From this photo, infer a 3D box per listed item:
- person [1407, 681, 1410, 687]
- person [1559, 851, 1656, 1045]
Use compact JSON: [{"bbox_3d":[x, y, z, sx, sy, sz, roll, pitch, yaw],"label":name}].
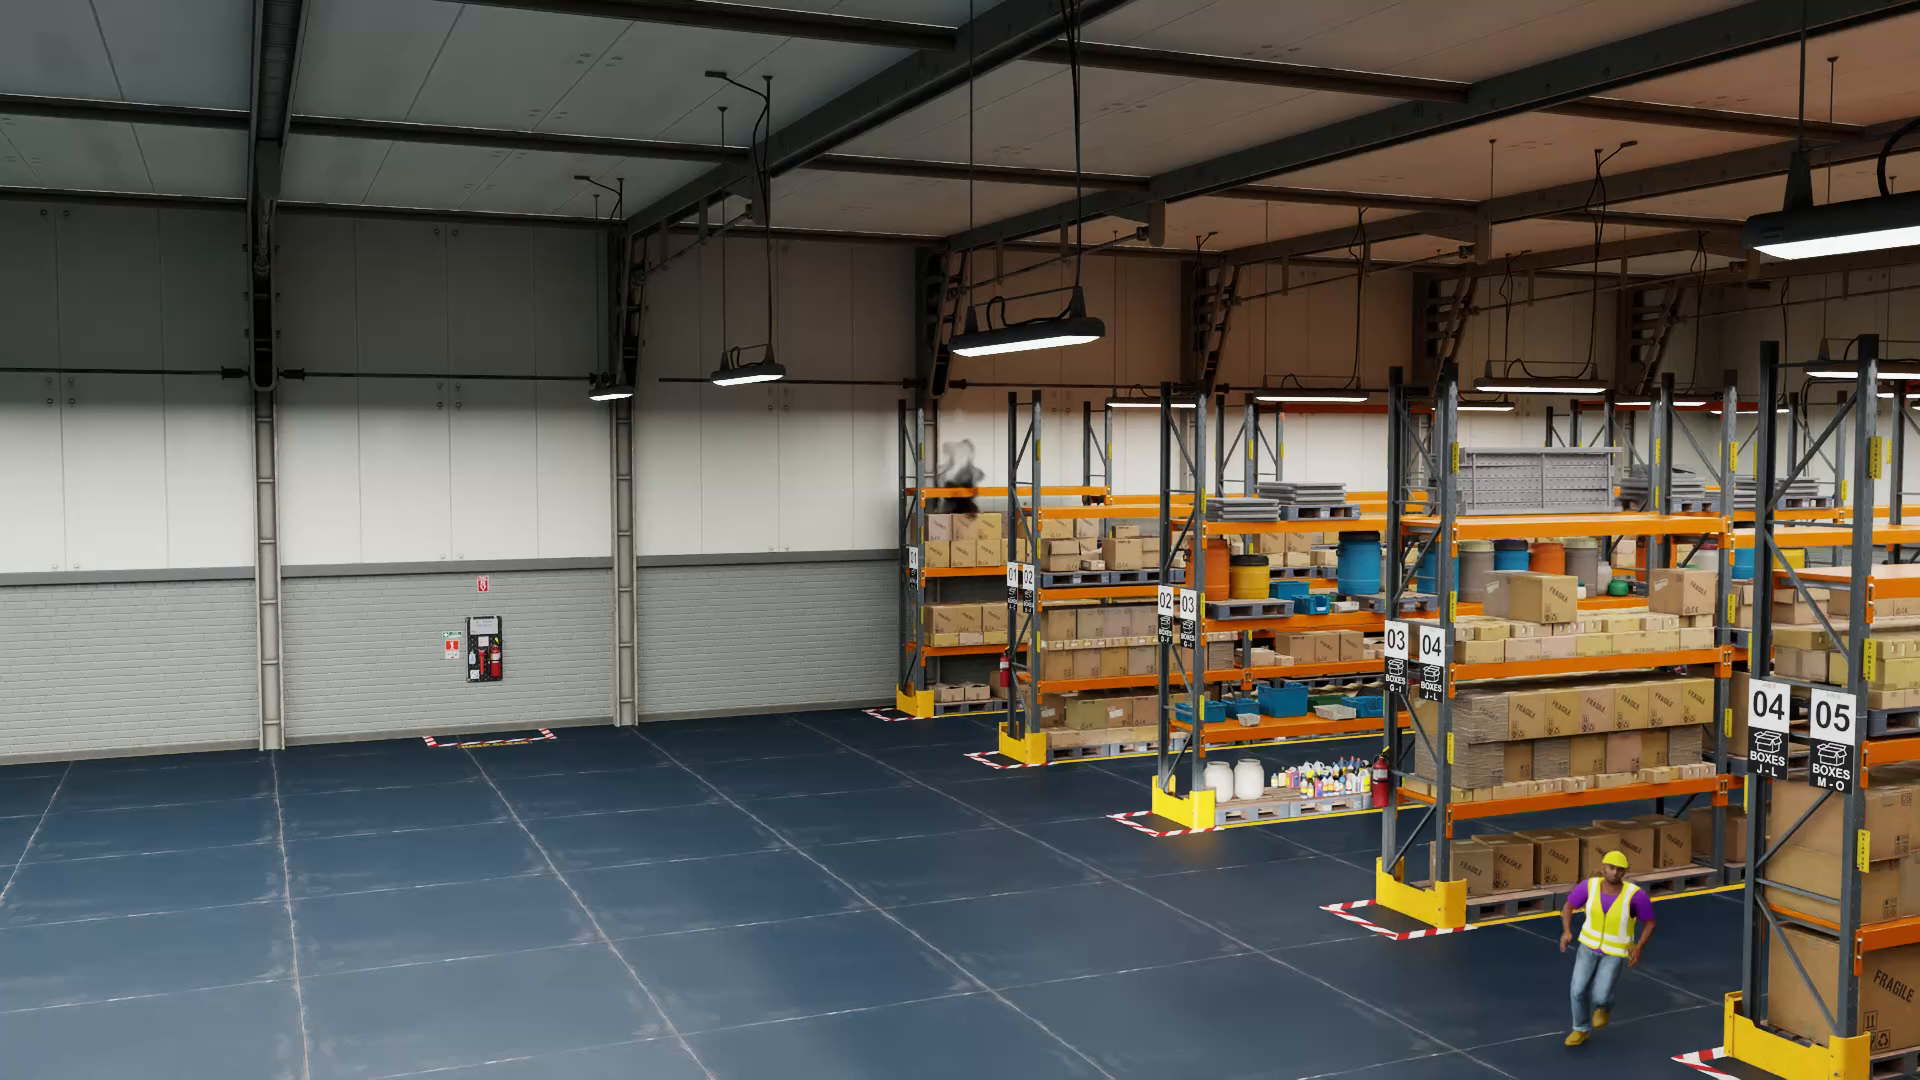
[{"bbox_3d":[8.653,2.376,32.895,0.599,1.736,0.685,-2,4,-27],"label":"person"},{"bbox_3d":[5.527,3.492,14.231,0.749,1.701,0.554,2,4,36],"label":"person"}]
